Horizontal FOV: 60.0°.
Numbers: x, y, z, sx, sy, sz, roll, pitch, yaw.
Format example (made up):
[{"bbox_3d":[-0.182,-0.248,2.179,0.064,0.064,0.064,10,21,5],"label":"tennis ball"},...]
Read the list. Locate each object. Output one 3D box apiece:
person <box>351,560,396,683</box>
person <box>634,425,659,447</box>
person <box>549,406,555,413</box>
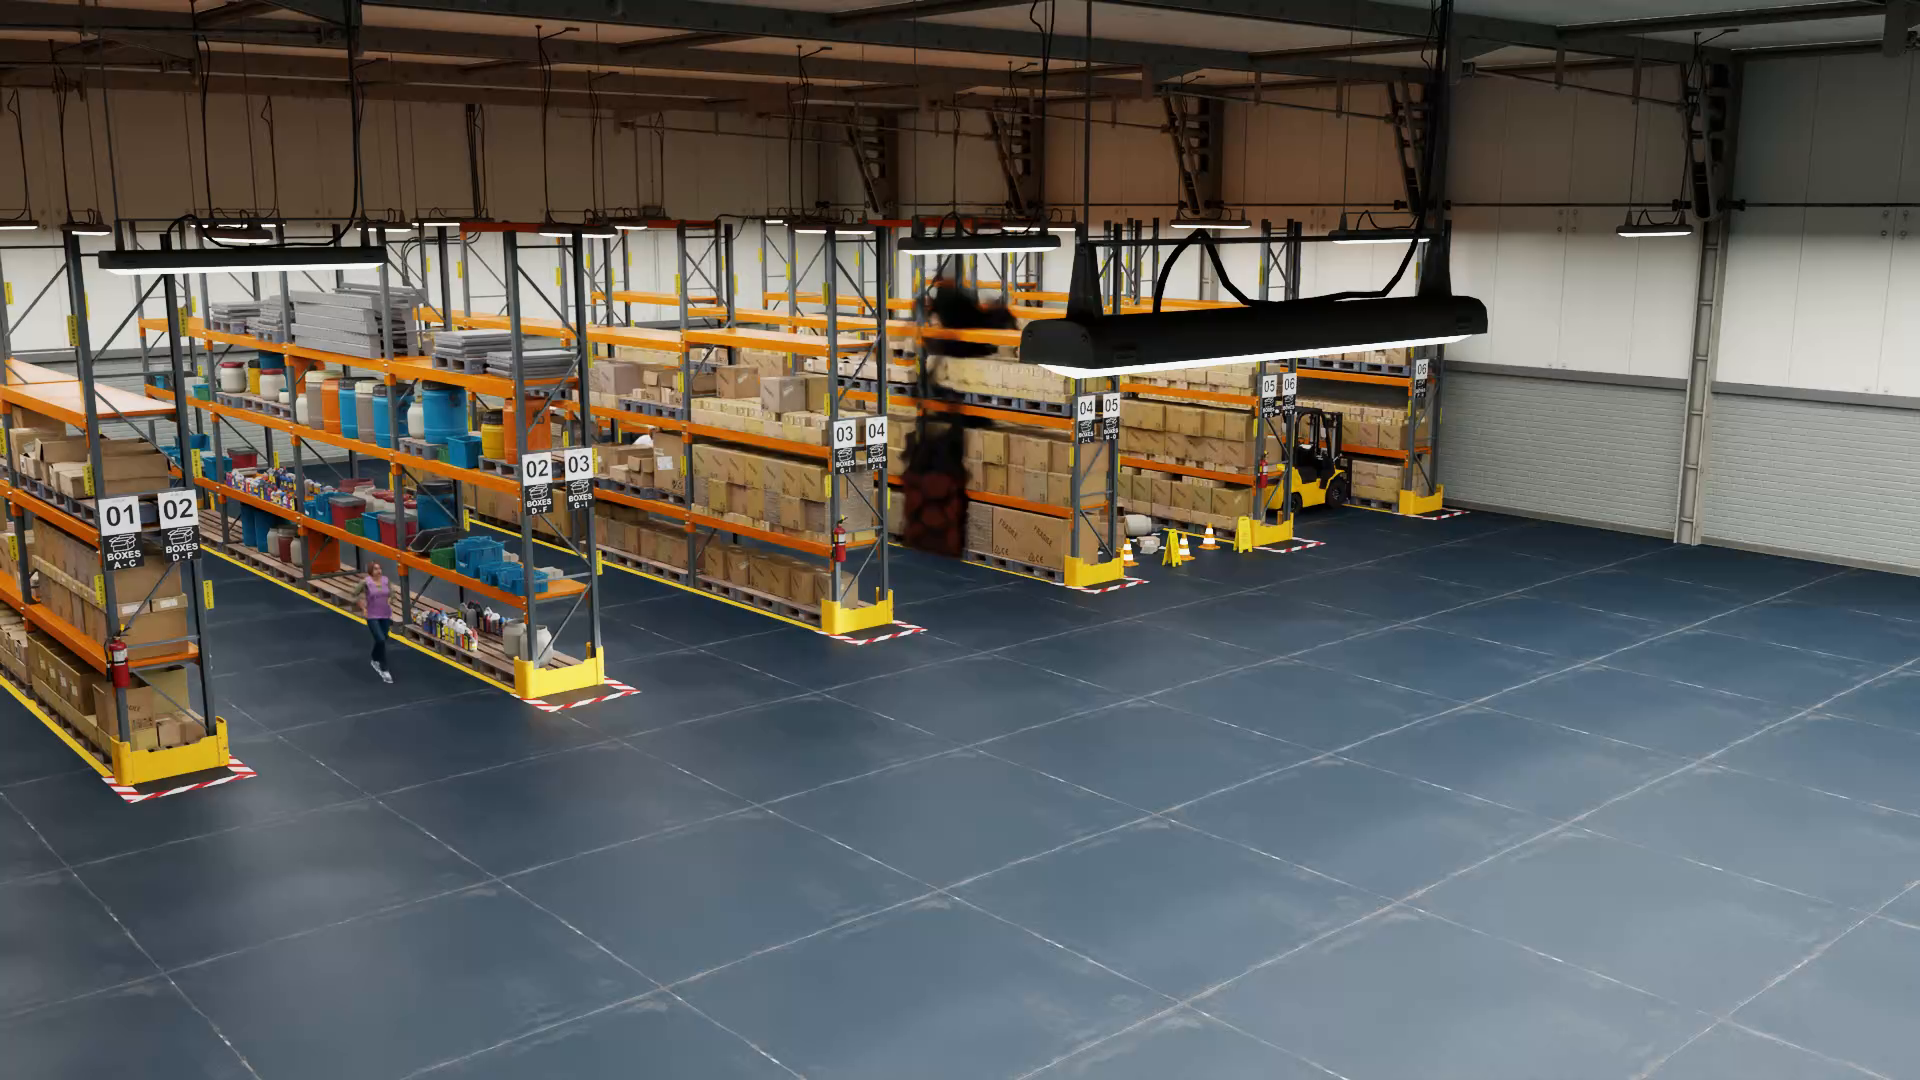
[{"bbox_3d":[-7.870,1.099,22.472,0.675,1.584,0.521,11,16,43],"label":"person"},{"bbox_3d":[-6.529,-1.616,35.442,0.671,1.787,0.809,-11,16,-42],"label":"person"},{"bbox_3d":[-9.767,-2.390,39.463,0.795,1.676,0.625,1,11,3],"label":"person"}]
